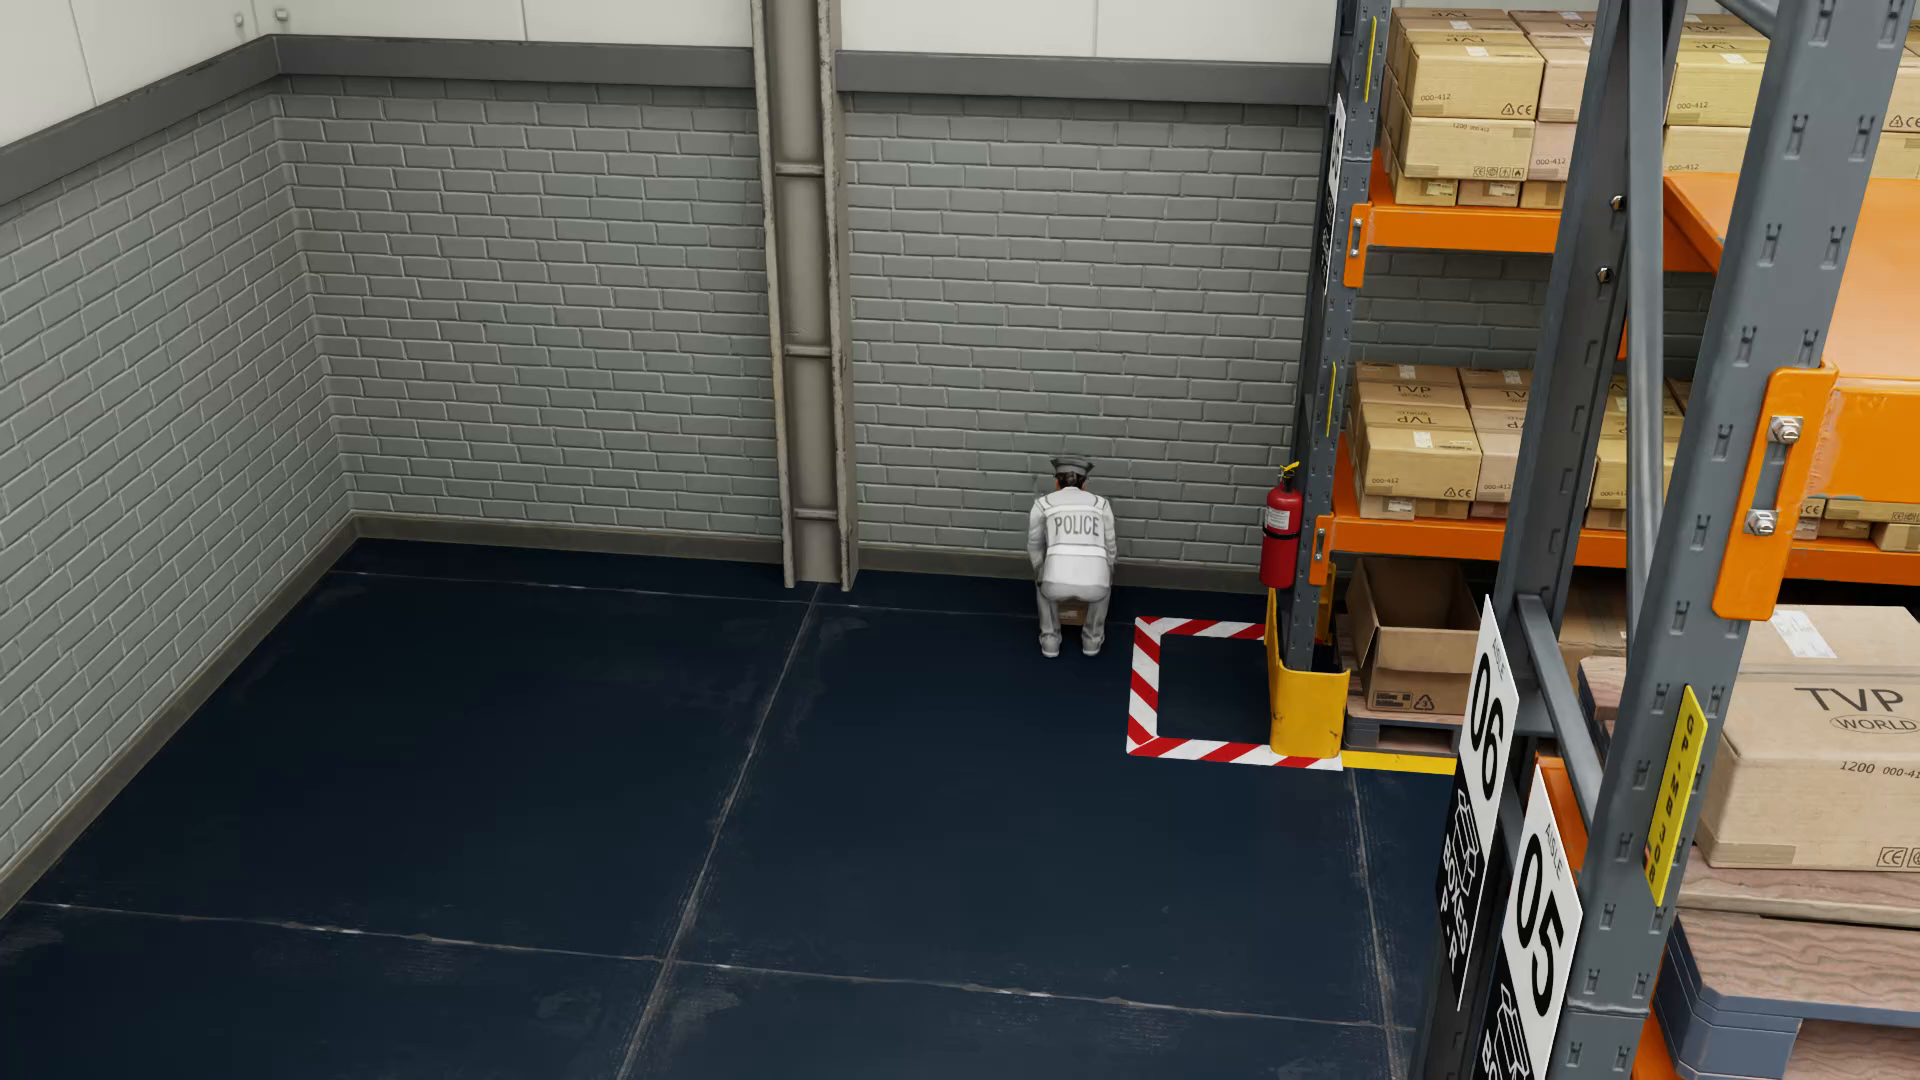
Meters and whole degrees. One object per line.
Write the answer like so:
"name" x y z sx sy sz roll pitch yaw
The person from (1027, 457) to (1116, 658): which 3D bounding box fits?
"person" 0.605 0.105 9.124 0.495 1.008 0.840 3 29 6
